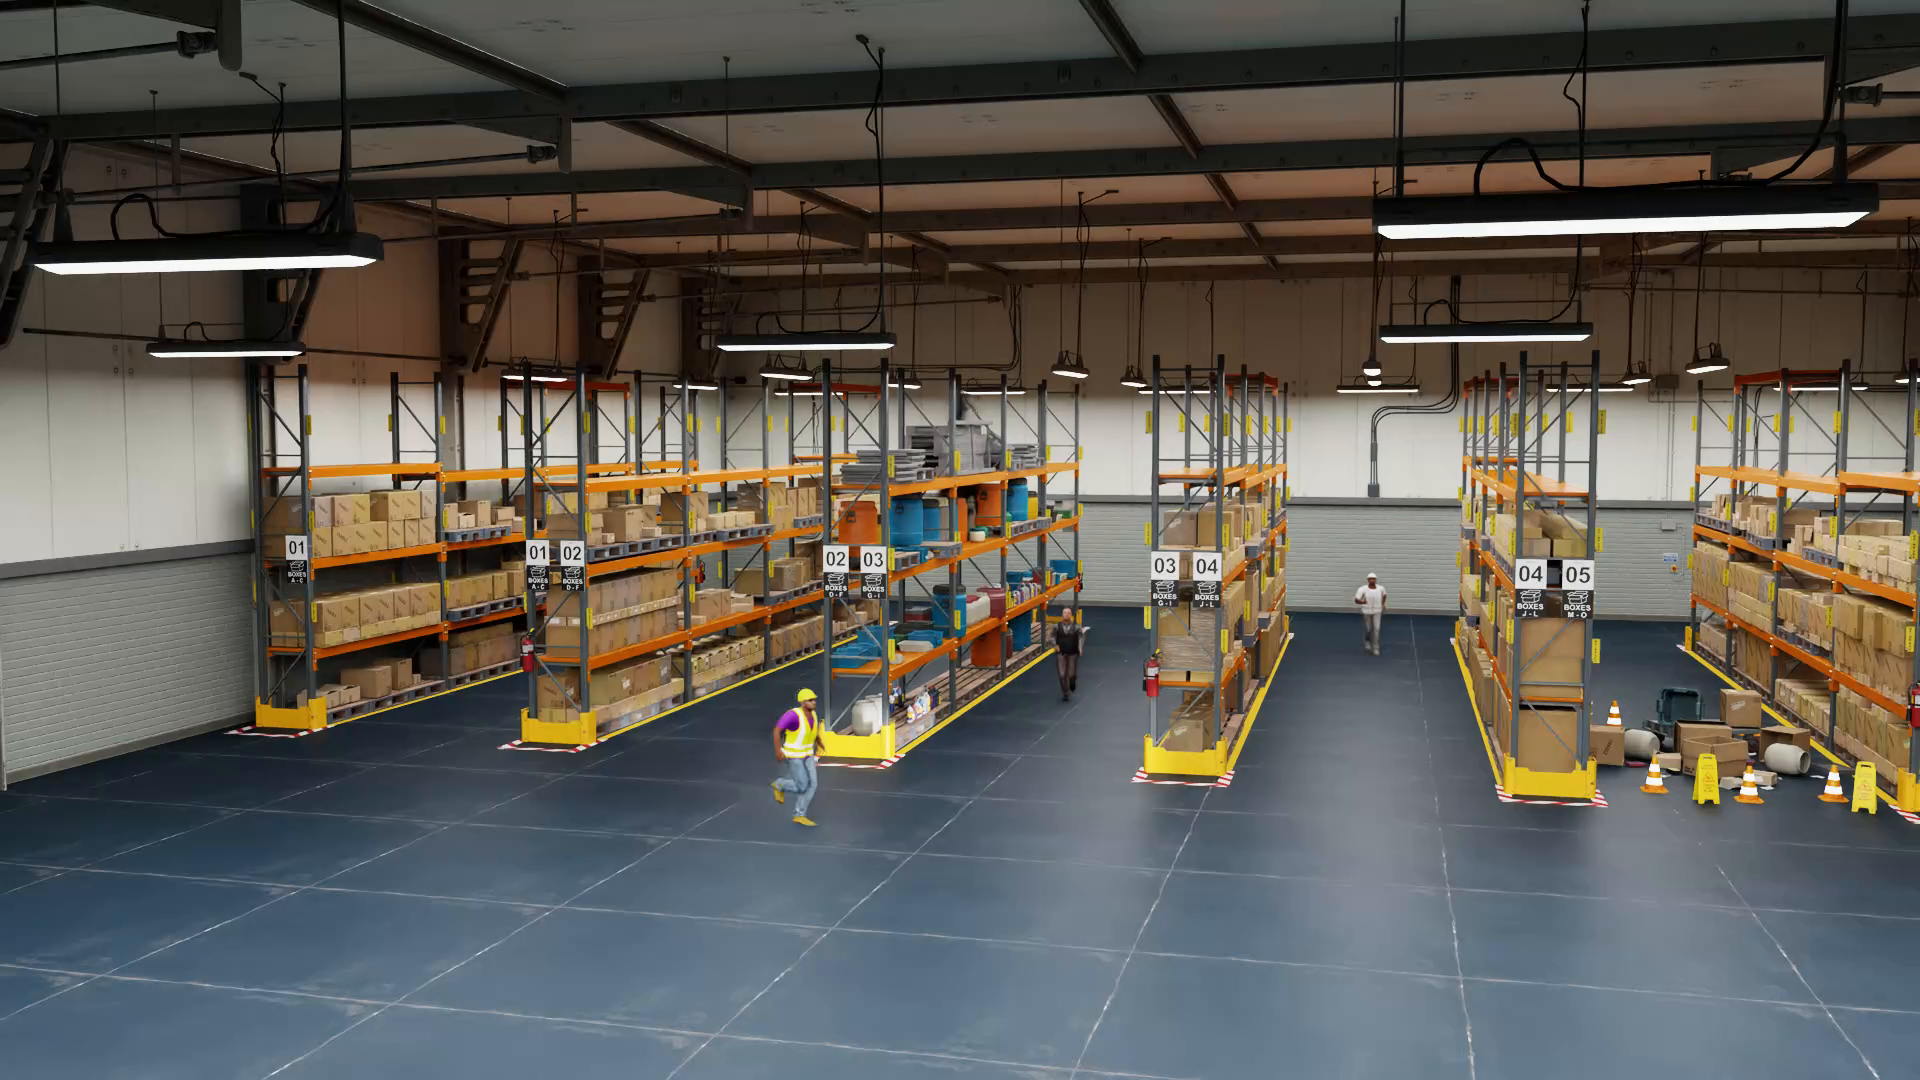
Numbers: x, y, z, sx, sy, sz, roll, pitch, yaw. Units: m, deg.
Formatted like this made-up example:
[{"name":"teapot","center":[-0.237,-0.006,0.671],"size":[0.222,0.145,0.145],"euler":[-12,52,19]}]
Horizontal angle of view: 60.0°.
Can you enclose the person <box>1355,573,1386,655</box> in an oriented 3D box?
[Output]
[{"name":"person","center":[8.969,1.589,36.251],"size":[0.702,1.754,0.935],"euler":[0,4,5]}]

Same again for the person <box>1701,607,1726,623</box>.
[{"name":"person","center":[17.302,1.479,38.106],"size":[0.726,1.798,0.795],"euler":[-4,5,-42]}]

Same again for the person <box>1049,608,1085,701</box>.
[{"name":"person","center":[1.950,2.082,30.330],"size":[0.661,1.681,0.585],"euler":[0,4,7]}]

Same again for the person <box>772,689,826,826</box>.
[{"name":"person","center":[-2.054,2.721,20.959],"size":[0.703,1.718,0.739],"euler":[3,5,36]}]
